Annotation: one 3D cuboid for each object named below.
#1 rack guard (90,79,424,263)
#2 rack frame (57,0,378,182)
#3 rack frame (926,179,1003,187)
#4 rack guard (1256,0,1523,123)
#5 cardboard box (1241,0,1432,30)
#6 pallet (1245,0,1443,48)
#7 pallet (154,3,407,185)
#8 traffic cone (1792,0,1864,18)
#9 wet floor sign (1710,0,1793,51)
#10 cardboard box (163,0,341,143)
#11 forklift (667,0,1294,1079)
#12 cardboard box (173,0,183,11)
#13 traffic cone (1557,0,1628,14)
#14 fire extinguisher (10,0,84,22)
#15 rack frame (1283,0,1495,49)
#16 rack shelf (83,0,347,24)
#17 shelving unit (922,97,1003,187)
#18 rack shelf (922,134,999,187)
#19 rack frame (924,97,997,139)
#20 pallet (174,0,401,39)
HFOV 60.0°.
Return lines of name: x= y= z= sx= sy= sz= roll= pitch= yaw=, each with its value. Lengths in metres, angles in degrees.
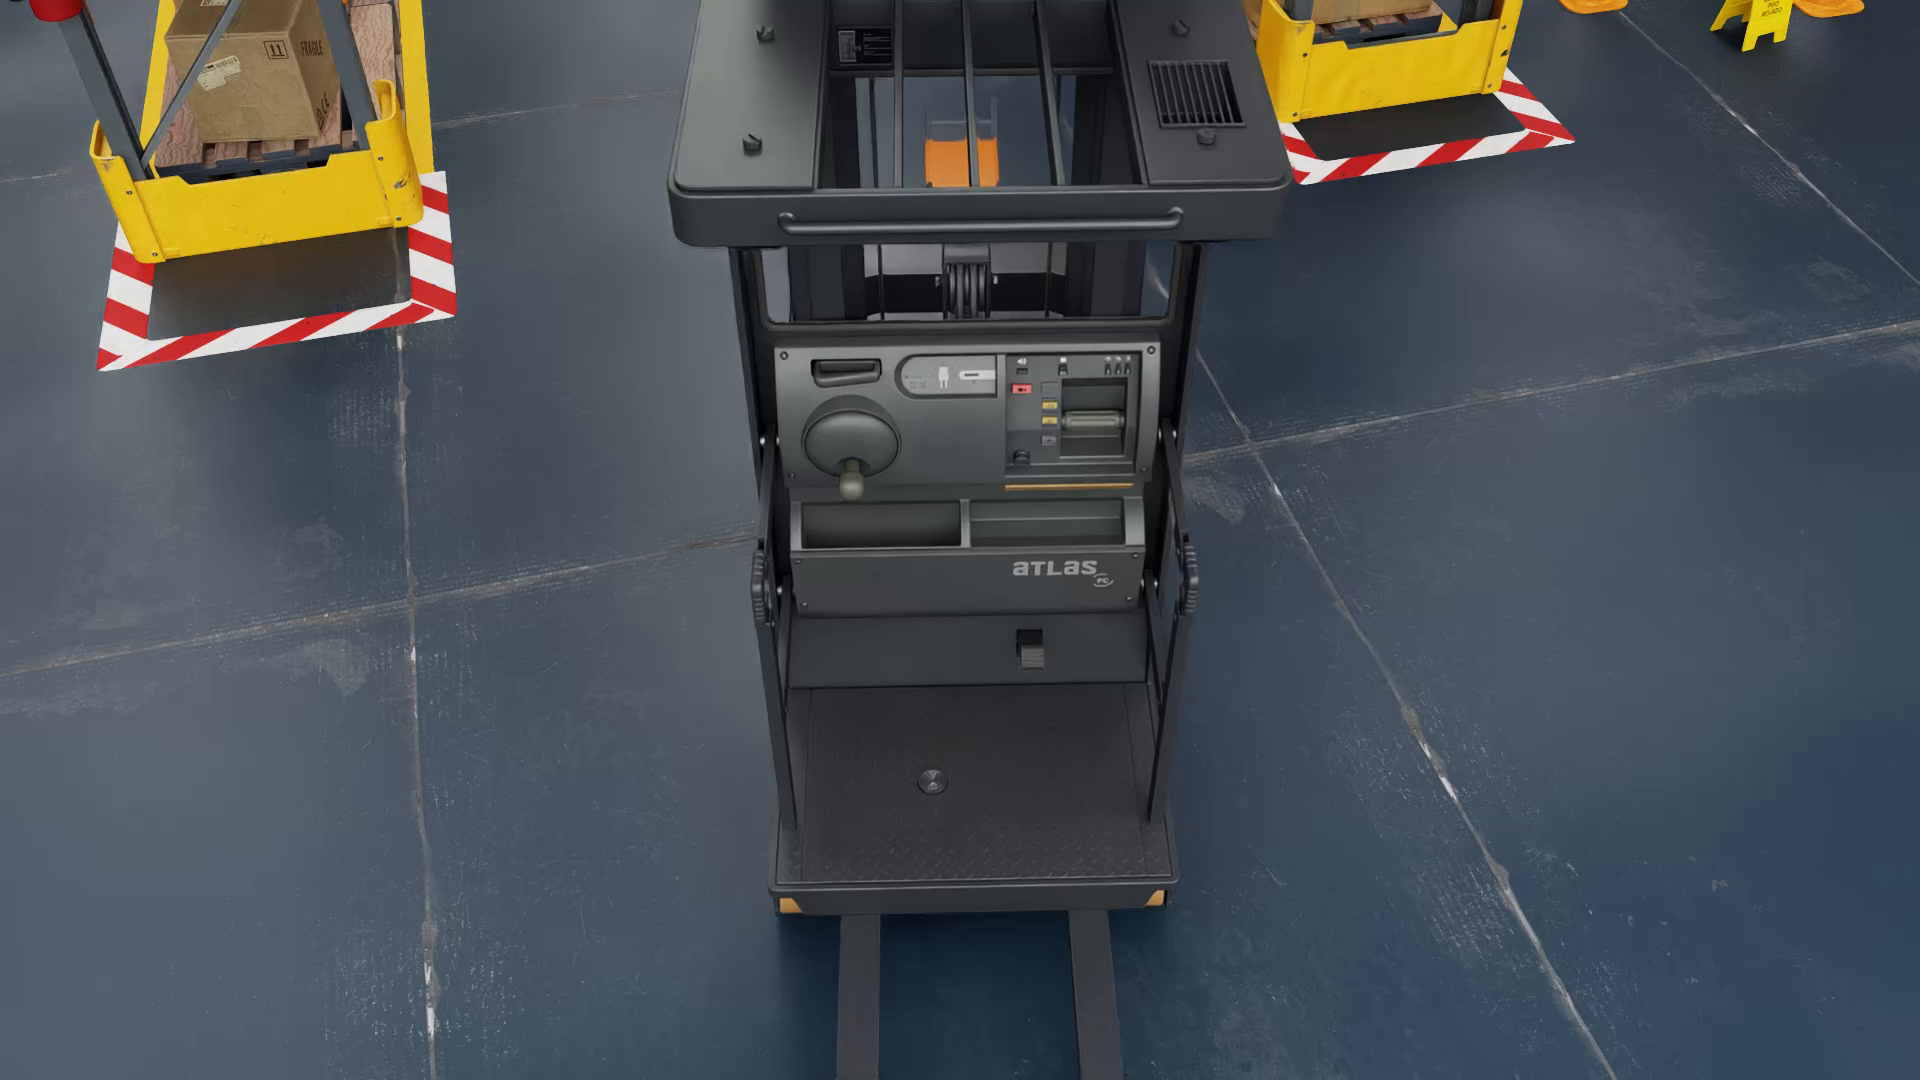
rack guard: x=-2.888 y=-1.532 z=6.902 sx=1.175 sy=0.500 sz=0.348 roll=-11 pitch=47 yaw=-10
rack frame: x=-2.868 y=-2.355 z=5.958 sx=1.000 sy=3.000 sz=0.127 roll=-11 pitch=47 yaw=-10
rack frame: x=0.014 y=-0.694 z=5.590 sx=0.240 sy=1.200 sz=0.015 roll=-1 pitch=46 yaw=-1
rack guard: x=1.958 y=-2.300 z=7.654 sx=1.175 sy=0.500 sz=0.348 roll=-11 pitch=47 yaw=-10
cardboard box: x=1.715 y=-3.051 z=7.834 sx=0.875 sy=0.875 sz=0.875 roll=-10 pitch=47 yaw=-10
pallet: x=1.672 y=-2.754 z=8.301 sx=1.003 sy=0.211 sz=1.213 roll=-11 pitch=47 yaw=-10
pallet: x=-3.062 y=-1.999 z=7.561 sx=1.003 sy=0.211 sz=1.213 roll=-11 pitch=47 yaw=-10
traffic cone: x=4.368 y=-2.902 z=8.270 sx=0.336 sy=0.463 sz=0.334 roll=-11 pitch=47 yaw=-10
wet floor sign: x=3.874 y=-2.710 z=7.954 sx=0.267 sy=0.644 sz=0.232 roll=-18 pitch=48 yaw=-17
cardboard box: x=-3.012 y=-2.061 z=7.126 sx=0.500 sy=0.500 sz=0.500 roll=-3 pitch=46 yaw=-3
forklift: x=0.027 y=-0.207 z=3.900 sx=1.130 sy=2.935 sz=3.031 roll=-1 pitch=46 yaw=-1
cardboard box: x=-3.198 y=-2.468 z=7.524 sx=0.500 sy=0.500 sz=0.500 roll=0 pitch=46 yaw=0
traffic cone: x=3.189 y=-2.930 z=8.298 sx=0.336 sy=0.463 sz=0.334 roll=-11 pitch=47 yaw=-10
fire extinguisher: x=-3.284 y=-2.165 z=5.825 sx=0.296 sy=0.674 sz=0.183 roll=-11 pitch=47 yaw=-10
rack frame: x=1.952 y=-3.192 z=6.778 sx=1.000 sy=3.000 sz=0.127 roll=-11 pitch=47 yaw=-10
rack shelf: x=-3.380 y=-3.484 z=7.568 sx=1.077 sy=0.370 sz=4.000 roll=-11 pitch=47 yaw=-10
shelving unit: x=0.008 y=-0.868 z=5.760 sx=0.258 sy=1.200 sz=0.503 roll=-1 pitch=46 yaw=-1
rack shelf: x=0.008 y=-1.143 z=5.480 sx=0.258 sy=0.148 sz=0.480 roll=-1 pitch=46 yaw=-1
rack frame: x=0.002 y=-1.042 z=5.931 sx=0.240 sy=1.200 sz=0.015 roll=-1 pitch=46 yaw=-1
pallet: x=-3.370 y=-2.839 z=8.385 sx=1.003 sy=0.211 sz=1.213 roll=-11 pitch=47 yaw=-10
